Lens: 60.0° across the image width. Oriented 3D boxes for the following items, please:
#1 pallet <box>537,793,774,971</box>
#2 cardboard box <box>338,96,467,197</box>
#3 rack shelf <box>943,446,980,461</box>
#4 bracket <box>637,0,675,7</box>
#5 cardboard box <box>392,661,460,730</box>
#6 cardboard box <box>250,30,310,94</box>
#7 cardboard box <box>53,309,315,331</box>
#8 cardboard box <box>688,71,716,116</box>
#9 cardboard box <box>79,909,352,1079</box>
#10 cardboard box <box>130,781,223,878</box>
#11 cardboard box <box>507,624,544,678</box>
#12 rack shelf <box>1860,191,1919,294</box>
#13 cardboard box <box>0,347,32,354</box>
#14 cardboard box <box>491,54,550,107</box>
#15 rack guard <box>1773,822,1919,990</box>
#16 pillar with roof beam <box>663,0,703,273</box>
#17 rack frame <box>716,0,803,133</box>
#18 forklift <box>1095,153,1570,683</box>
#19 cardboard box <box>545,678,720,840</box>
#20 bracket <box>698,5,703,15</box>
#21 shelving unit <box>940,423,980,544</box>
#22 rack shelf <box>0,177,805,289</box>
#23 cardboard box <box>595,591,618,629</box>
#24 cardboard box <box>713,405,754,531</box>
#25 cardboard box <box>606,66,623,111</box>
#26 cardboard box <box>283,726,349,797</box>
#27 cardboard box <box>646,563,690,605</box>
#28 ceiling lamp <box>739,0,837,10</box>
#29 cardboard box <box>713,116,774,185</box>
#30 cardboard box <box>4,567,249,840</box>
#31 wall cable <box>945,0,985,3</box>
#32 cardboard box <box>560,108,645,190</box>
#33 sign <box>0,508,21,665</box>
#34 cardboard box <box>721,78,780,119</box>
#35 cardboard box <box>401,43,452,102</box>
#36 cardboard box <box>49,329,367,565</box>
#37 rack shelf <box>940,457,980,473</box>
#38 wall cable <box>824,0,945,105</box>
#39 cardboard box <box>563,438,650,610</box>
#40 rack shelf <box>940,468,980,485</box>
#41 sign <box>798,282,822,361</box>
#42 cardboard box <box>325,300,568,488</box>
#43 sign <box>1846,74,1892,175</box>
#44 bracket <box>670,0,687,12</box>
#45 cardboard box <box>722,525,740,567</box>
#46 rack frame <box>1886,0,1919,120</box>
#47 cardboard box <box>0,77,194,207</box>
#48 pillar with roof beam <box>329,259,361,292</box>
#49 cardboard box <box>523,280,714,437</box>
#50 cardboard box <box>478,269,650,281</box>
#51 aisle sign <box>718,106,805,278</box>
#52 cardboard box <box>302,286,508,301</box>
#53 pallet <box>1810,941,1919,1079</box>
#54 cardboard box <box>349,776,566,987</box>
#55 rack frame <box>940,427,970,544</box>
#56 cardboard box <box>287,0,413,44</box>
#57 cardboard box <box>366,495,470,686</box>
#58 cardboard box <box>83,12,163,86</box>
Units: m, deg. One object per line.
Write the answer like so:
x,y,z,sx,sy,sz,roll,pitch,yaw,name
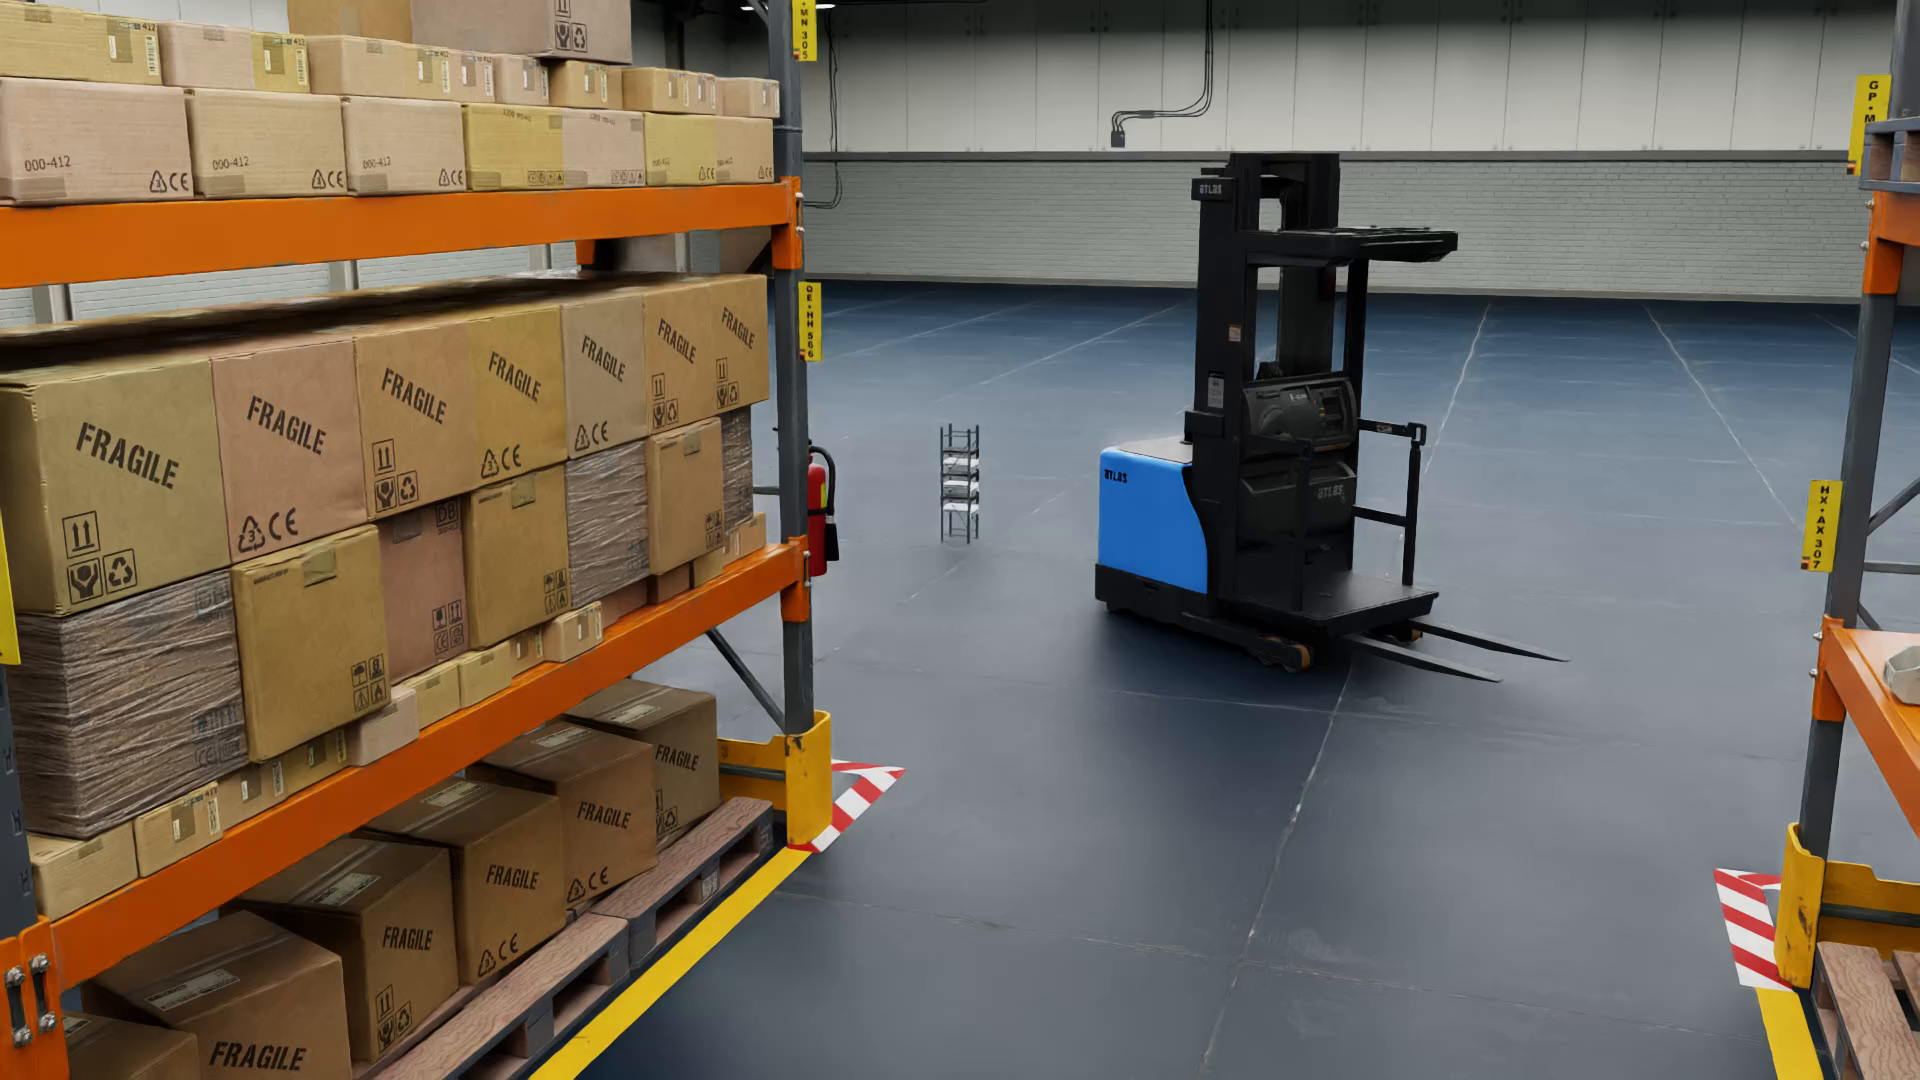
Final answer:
-1.460,1.313,6.762,1.003,0.211,1.213,4,14,18,pallet
-1.709,-1.070,4.532,0.500,0.250,0.500,4,13,16,cardboard box
-0.003,-0.668,12.828,0.258,0.077,0.200,4,14,18,rack shelf
-7.218,-11.560,35.326,0.076,0.066,4.783,4,14,18,bracket
-1.698,0.445,4.863,0.380,0.149,0.250,4,14,18,cardboard box
-1.869,-1.190,4.163,0.380,0.149,0.250,5,14,20,cardboard box
-2.225,-0.396,4.840,0.500,0.500,0.500,4,14,18,cardboard box
-1.114,-1.622,6.054,0.380,0.149,0.250,4,13,16,cardboard box
-2.088,1.422,4.689,0.500,0.500,0.500,10,16,36,cardboard box
-1.986,0.658,3.929,0.380,0.149,0.250,4,14,18,cardboard box
-1.569,0.337,5.335,0.380,0.149,0.250,4,14,18,cardboard box
2.900,-0.565,3.599,1.077,0.370,4.000,4,14,18,rack shelf
-2.549,-0.185,3.917,0.500,0.500,0.500,4,14,18,cardboard box
-1.495,-1.406,5.108,0.380,0.149,0.250,4,13,16,cardboard box
3.567,1.363,5.891,1.175,0.500,0.348,4,14,18,rack guard
-2.512,-10.151,37.240,9.100,9.000,0.548,4,14,18,pillar with roof beam
-1.140,-3.156,6.593,1.000,3.000,0.127,4,14,18,rack frame
2.176,-0.782,9.829,1.130,2.935,3.031,-9,16,-36,forklift
-1.357,0.913,6.921,0.500,0.500,0.500,7,15,29,cardboard box
-6.116,-12.278,38.468,0.235,0.232,0.430,4,14,18,bracket
-0.003,-0.437,12.880,0.258,0.900,0.210,4,14,18,shelving unit
-1.787,-0.922,5.162,1.077,0.370,4.000,4,14,18,rack shelf
-1.425,0.230,5.802,0.380,0.149,0.250,4,14,18,cardboard box
-1.343,-0.311,6.718,0.875,0.500,0.500,4,14,18,cardboard box
-1.371,-1.525,5.626,0.380,0.149,0.250,5,14,19,cardboard box
-1.860,0.550,4.401,0.380,0.149,0.250,4,14,18,cardboard box
-1.246,0.126,6.257,0.380,0.149,0.250,4,14,18,cardboard box
-3.342,-12.151,32.886,2.000,3.185,0.800,4,14,18,ceiling lamp
-1.055,-1.501,6.419,0.500,0.250,0.500,5,14,20,cardboard box
-2.230,0.327,3.922,0.875,0.500,0.500,4,14,18,cardboard box
1.107,-13.734,38.346,3.097,2.526,0.112,4,14,18,wall cable
-1.388,-1.288,5.487,0.500,0.250,0.500,5,14,20,cardboard box
-1.907,0.086,3.270,0.100,0.325,0.005,4,14,18,sign
-0.934,-1.734,6.545,0.380,0.149,0.250,4,14,18,cardboard box
-1.651,-1.296,4.627,0.380,0.149,0.250,4,13,17,cardboard box
-1.887,-0.252,4.212,0.500,0.500,0.500,4,14,18,cardboard box
-0.003,-0.580,12.848,0.258,0.077,0.200,4,14,18,rack shelf
-1.822,-11.740,39.829,3.097,2.526,0.112,4,14,18,wall cable
-1.594,-0.095,5.771,0.875,0.500,0.500,4,14,18,cardboard box
-0.003,-0.492,12.868,0.258,0.077,0.200,4,14,18,rack shelf
-0.621,-0.906,6.903,0.100,0.325,0.005,4,14,18,sign
-1.574,-0.464,5.138,0.500,0.500,0.500,4,14,18,cardboard box
3.028,-1.382,5.541,0.100,0.325,0.005,4,14,18,sign
-6.384,-12.103,37.703,0.235,0.232,0.430,4,14,18,bracket
-1.118,0.019,6.730,0.380,0.149,0.250,4,14,18,cardboard box
3.547,-2.800,5.031,1.000,3.000,0.127,4,14,18,rack frame
-2.046,-0.855,3.588,0.500,0.250,0.500,4,13,16,cardboard box
-6.395,-7.624,26.170,9.100,9.000,0.400,4,14,18,pillar with roof beam
-1.240,-0.673,6.057,0.500,0.500,0.500,4,14,18,cardboard box
-1.575,-0.816,6.684,0.500,0.500,0.500,4,14,18,cardboard box
-0.836,-1.490,6.934,0.394,0.787,0.004,4,14,18,aisle sign
-1.904,-0.606,5.763,0.500,0.500,0.500,4,14,18,cardboard box
3.299,1.675,5.176,1.003,0.211,1.213,4,14,18,pallet
-1.739,1.172,5.787,0.500,0.500,0.500,6,14,24,cardboard box
-0.036,-0.416,12.787,0.240,0.900,0.006,4,14,18,rack frame
-1.875,-1.838,5.543,0.500,0.500,0.500,4,14,18,cardboard box
-1.968,0.112,4.865,0.875,0.500,0.500,4,14,18,cardboard box
-2.015,-1.080,3.679,0.380,0.149,0.250,4,13,16,cardboard box
